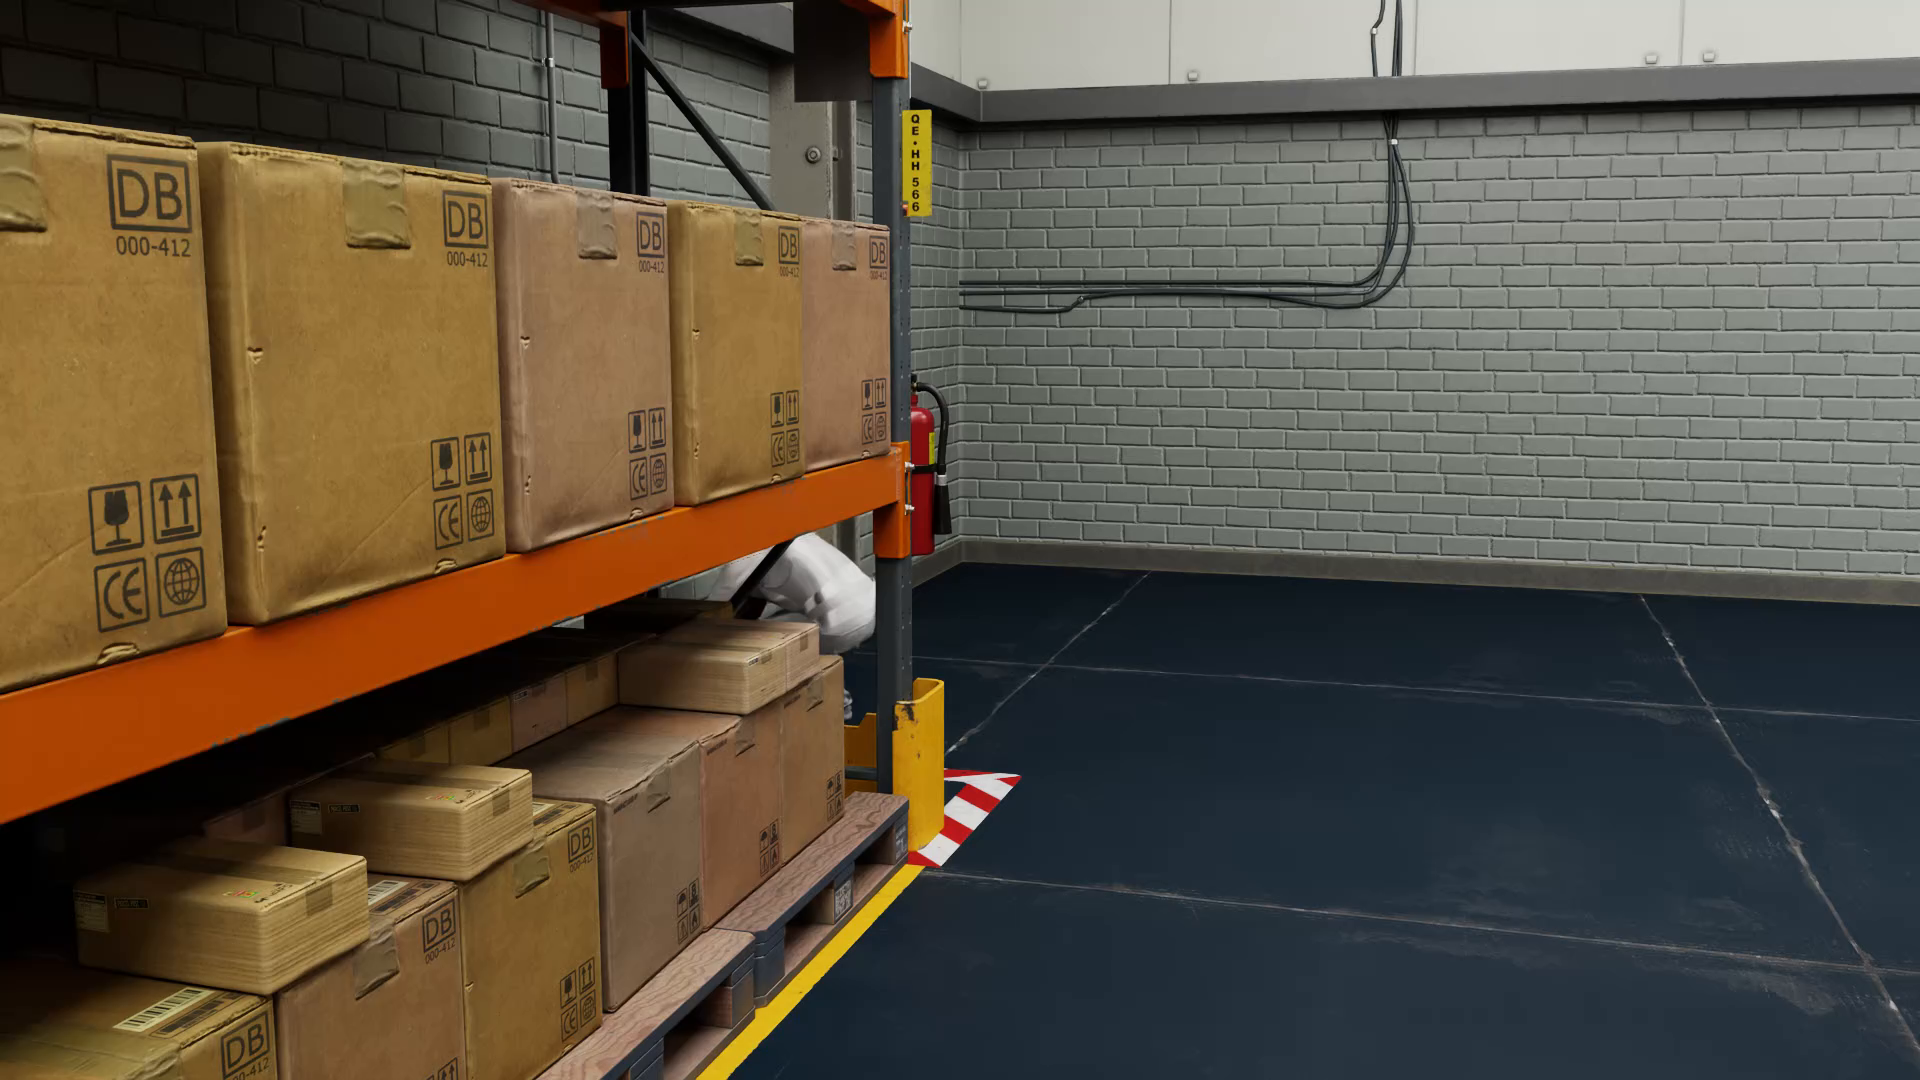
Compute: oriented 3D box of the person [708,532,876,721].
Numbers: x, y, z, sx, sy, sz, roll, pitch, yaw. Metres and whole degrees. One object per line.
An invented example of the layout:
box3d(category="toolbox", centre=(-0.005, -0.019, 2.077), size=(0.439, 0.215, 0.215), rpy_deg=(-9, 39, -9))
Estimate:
box3d(category="person", centre=(-0.775, 0.289, 6.944), size=(0.898, 1.001, 0.586), rpy_deg=(2, 9, 16))
